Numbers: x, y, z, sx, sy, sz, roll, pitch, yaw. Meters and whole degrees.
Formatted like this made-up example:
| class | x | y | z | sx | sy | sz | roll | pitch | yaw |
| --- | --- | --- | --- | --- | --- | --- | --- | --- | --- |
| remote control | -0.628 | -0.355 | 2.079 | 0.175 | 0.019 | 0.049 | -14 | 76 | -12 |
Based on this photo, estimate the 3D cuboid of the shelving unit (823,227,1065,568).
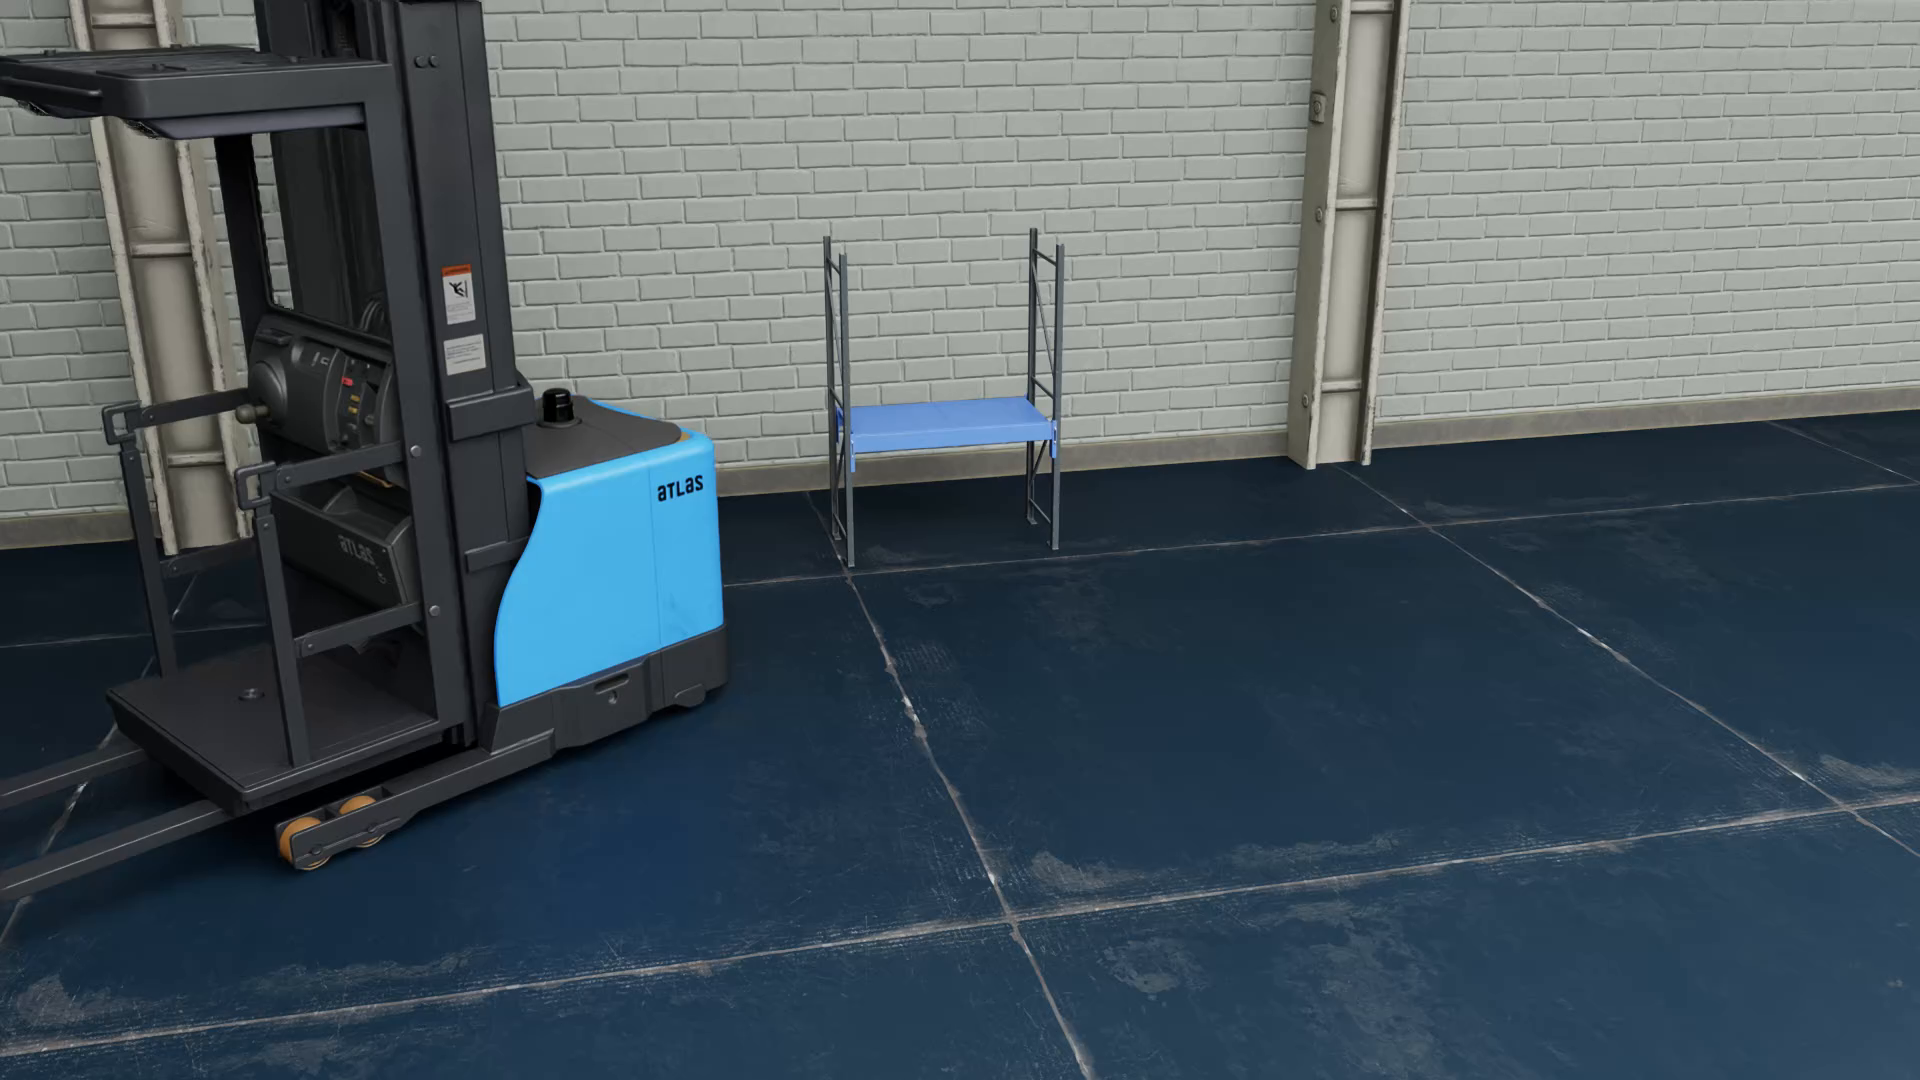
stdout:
| class | x | y | z | sx | sy | sz | roll | pitch | yaw |
| --- | --- | --- | --- | --- | --- | --- | --- | --- | --- |
| shelving unit | -0.083 | -0.697 | 8.038 | 1.048 | 1.500 | 0.538 | -5 | 21 | -12 |

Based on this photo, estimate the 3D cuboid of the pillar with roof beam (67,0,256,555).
| class | x | y | z | sx | sy | sz | roll | pitch | yaw |
| --- | --- | --- | --- | --- | --- | --- | --- | --- | --- |
| pillar with roof beam | -2.731 | -2.776 | 2.810 | 0.400 | 9.000 | 9.100 | -5 | 21 | -12 |

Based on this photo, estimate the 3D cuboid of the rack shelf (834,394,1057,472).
| class | x | y | z | sx | sy | sz | roll | pitch | yaw |
| --- | --- | --- | --- | --- | --- | --- | --- | --- | --- |
| rack shelf | -0.083 | -0.529 | 8.100 | 1.000 | 0.185 | 0.538 | -5 | 21 | -12 |

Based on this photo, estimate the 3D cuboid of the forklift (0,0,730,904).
| class | x | y | z | sx | sy | sz | roll | pitch | yaw |
| --- | --- | --- | --- | --- | --- | --- | --- | --- | --- |
| forklift | -2.288 | -0.505 | 5.431 | 1.130 | 2.935 | 3.031 | 18 | 27 | 40 |

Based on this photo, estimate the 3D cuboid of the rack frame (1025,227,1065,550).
| class | x | y | z | sx | sy | sz | roll | pitch | yaw |
| --- | --- | --- | --- | --- | --- | --- | --- | --- | --- |
| rack frame | 0.412 | -0.738 | 8.148 | 0.032 | 1.500 | 0.500 | -5 | 21 | -12 |

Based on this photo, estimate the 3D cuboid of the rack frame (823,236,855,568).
| class | x | y | z | sx | sy | sz | roll | pitch | yaw |
| --- | --- | --- | --- | --- | --- | --- | --- | --- | --- |
| rack frame | -0.578 | -0.657 | 7.928 | 0.032 | 1.500 | 0.500 | -5 | 21 | -12 |

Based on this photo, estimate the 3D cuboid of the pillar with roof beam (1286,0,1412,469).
| class | x | y | z | sx | sy | sz | roll | pitch | yaw |
| --- | --- | --- | --- | --- | --- | --- | --- | --- | --- |
| pillar with roof beam | 3.108 | -3.251 | 4.107 | 0.400 | 9.000 | 9.100 | -5 | 21 | -12 |
